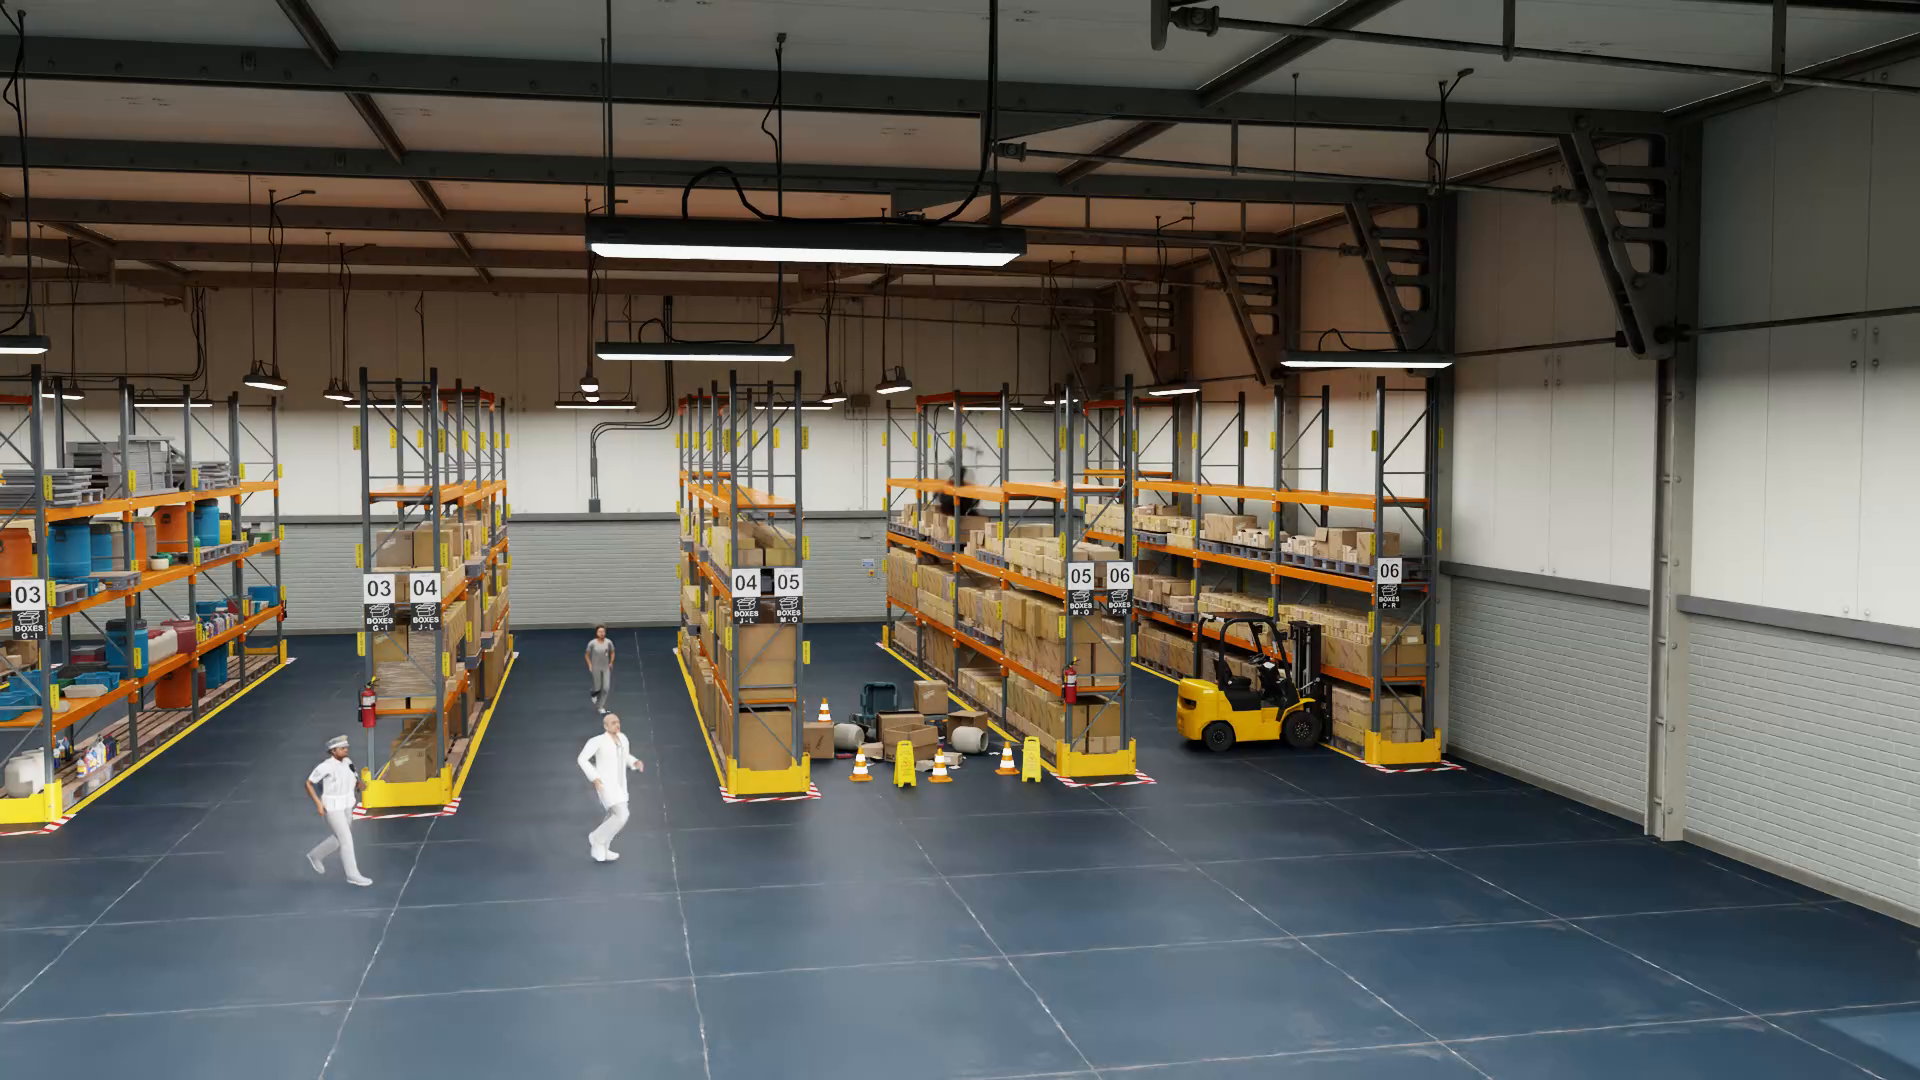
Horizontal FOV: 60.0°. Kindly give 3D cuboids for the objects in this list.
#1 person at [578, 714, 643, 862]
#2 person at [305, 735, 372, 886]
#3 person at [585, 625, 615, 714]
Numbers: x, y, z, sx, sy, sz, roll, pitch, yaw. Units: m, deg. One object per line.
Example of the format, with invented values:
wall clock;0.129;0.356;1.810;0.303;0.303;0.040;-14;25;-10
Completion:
person;-4.106;2.942;19.802;0.683;1.750;0.684;2;4;26
person;-7.035;3.022;18.739;0.911;1.678;0.576;1;4;19
person;-6.648;2.371;30.713;0.550;1.621;0.622;-1;4;-23
